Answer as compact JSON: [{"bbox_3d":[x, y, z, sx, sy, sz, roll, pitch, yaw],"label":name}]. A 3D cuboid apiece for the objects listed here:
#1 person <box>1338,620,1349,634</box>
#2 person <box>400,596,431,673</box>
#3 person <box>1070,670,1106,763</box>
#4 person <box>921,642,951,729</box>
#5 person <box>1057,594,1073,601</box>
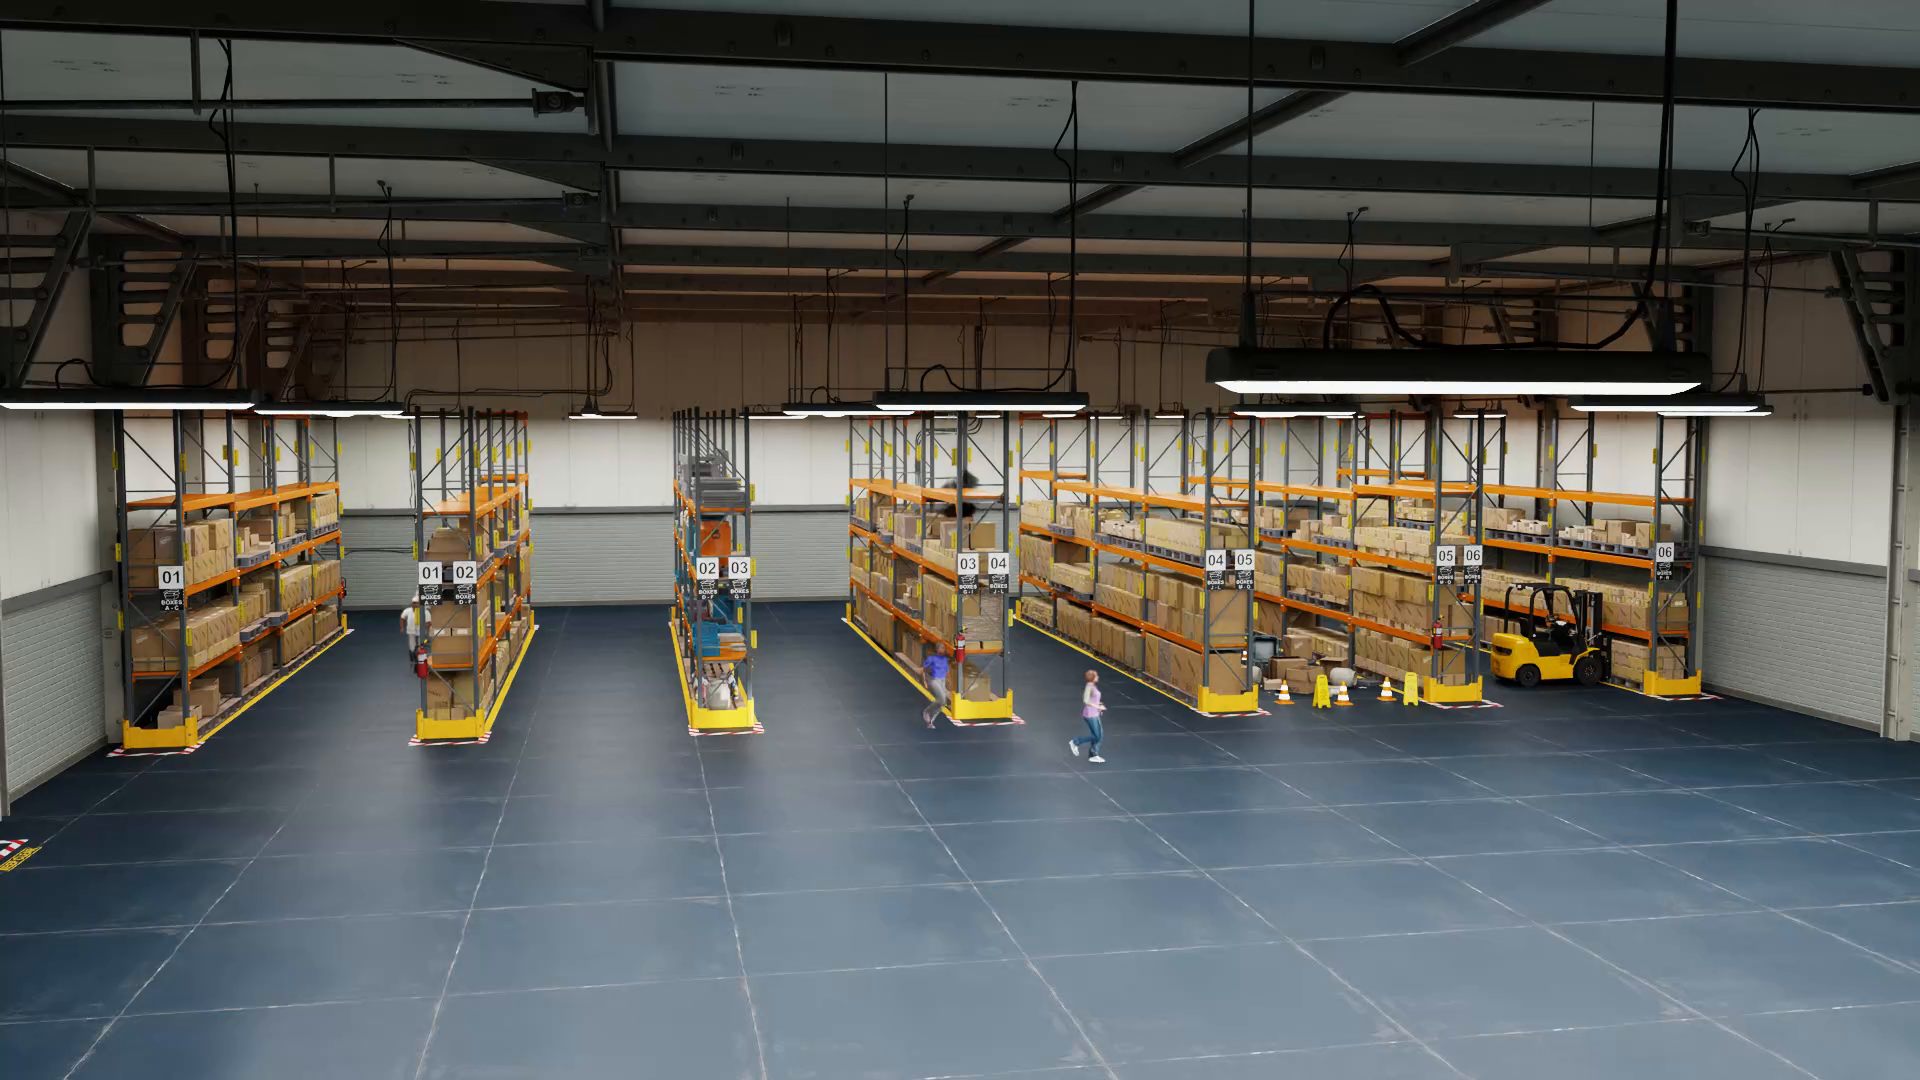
[{"bbox_3d":[9.917,1.837,42.415,0.704,1.734,0.724,-1,4,-11],"label":"person"},{"bbox_3d":[-12.380,2.155,37.850,0.675,1.750,0.771,-1,4,-19],"label":"person"},{"bbox_3d":[2.166,2.955,27.973,0.625,1.558,0.542,1,4,12],"label":"person"},{"bbox_3d":[-0.376,2.719,31.100,0.608,1.581,0.519,-4,6,-45],"label":"person"},{"bbox_3d":[3.171,1.375,49.603,0.692,1.666,0.638,3,5,36],"label":"person"}]
